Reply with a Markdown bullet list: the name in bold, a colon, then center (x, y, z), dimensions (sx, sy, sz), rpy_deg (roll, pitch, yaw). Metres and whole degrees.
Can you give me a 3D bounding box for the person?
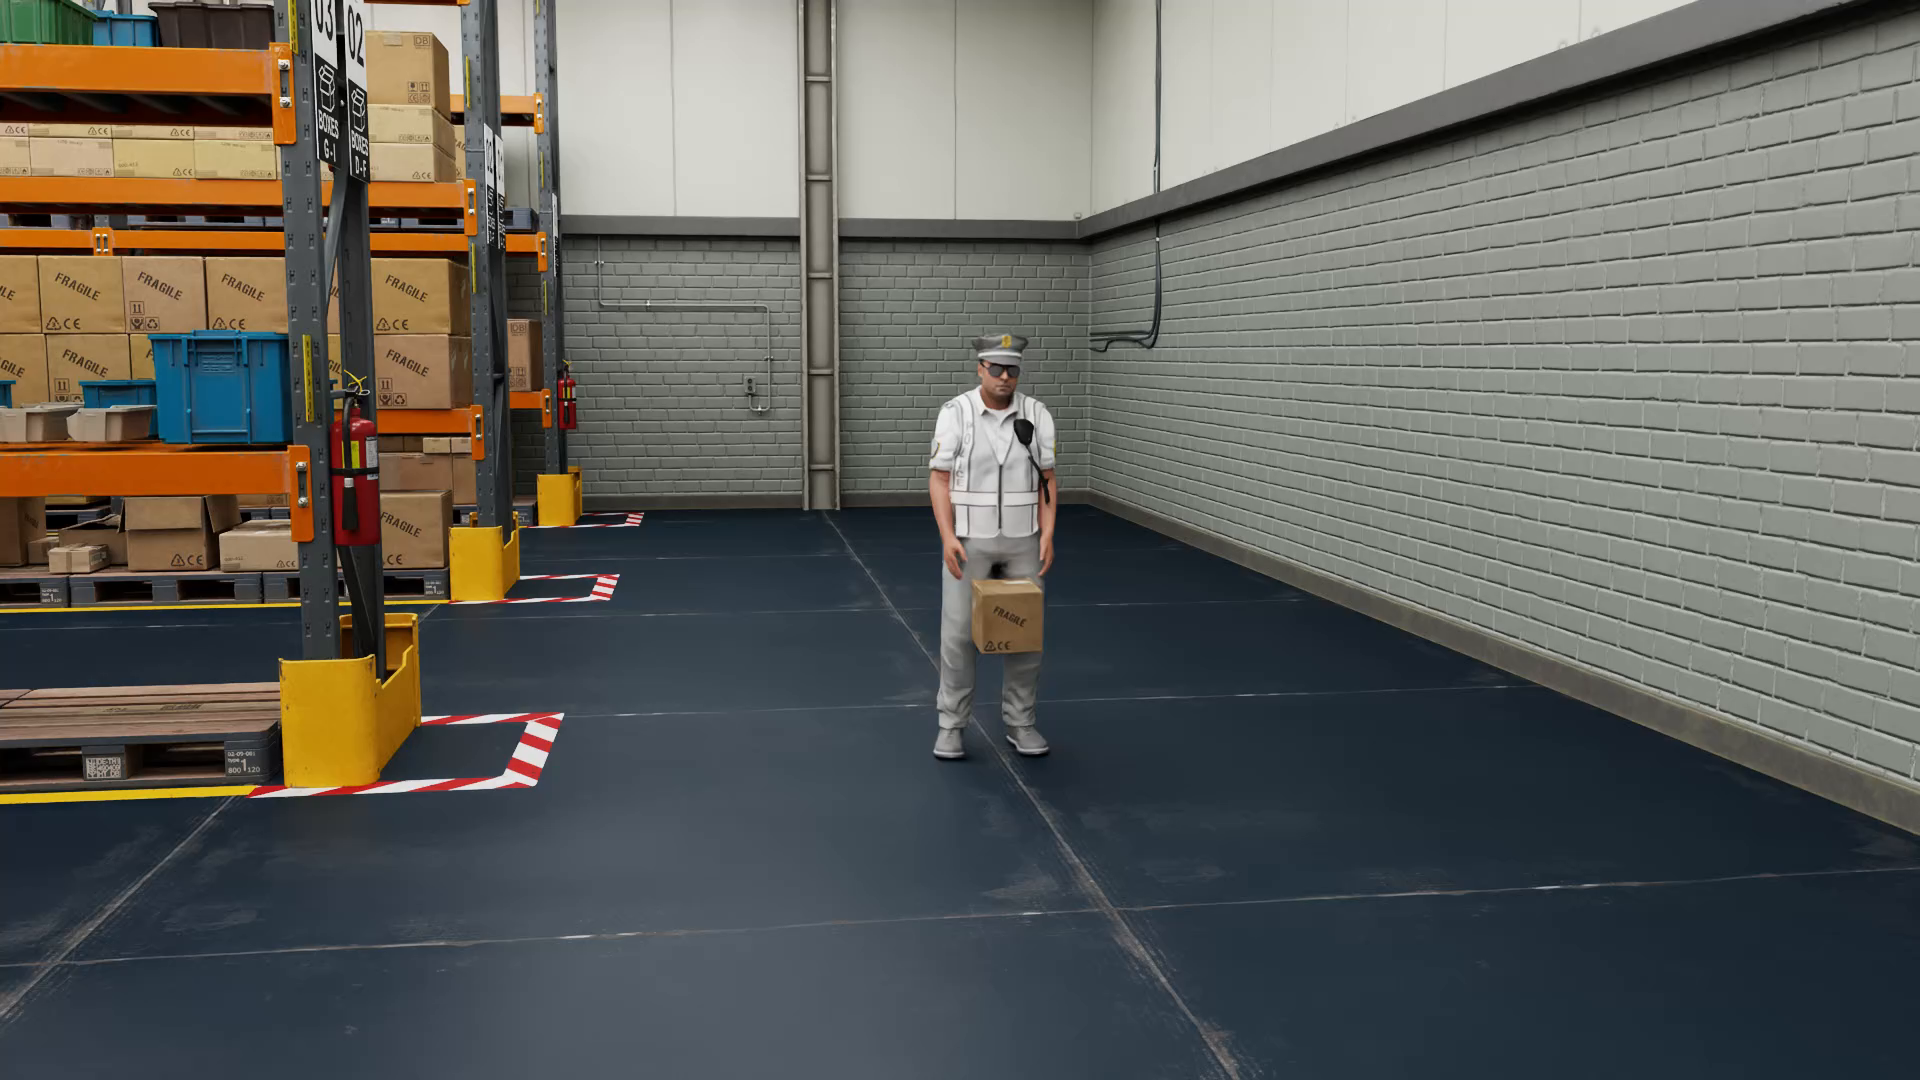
- **person**: center (0.146, 0.018, 7.017), dimensions (0.581, 1.747, 0.443), rpy_deg (-1, 7, -11)
